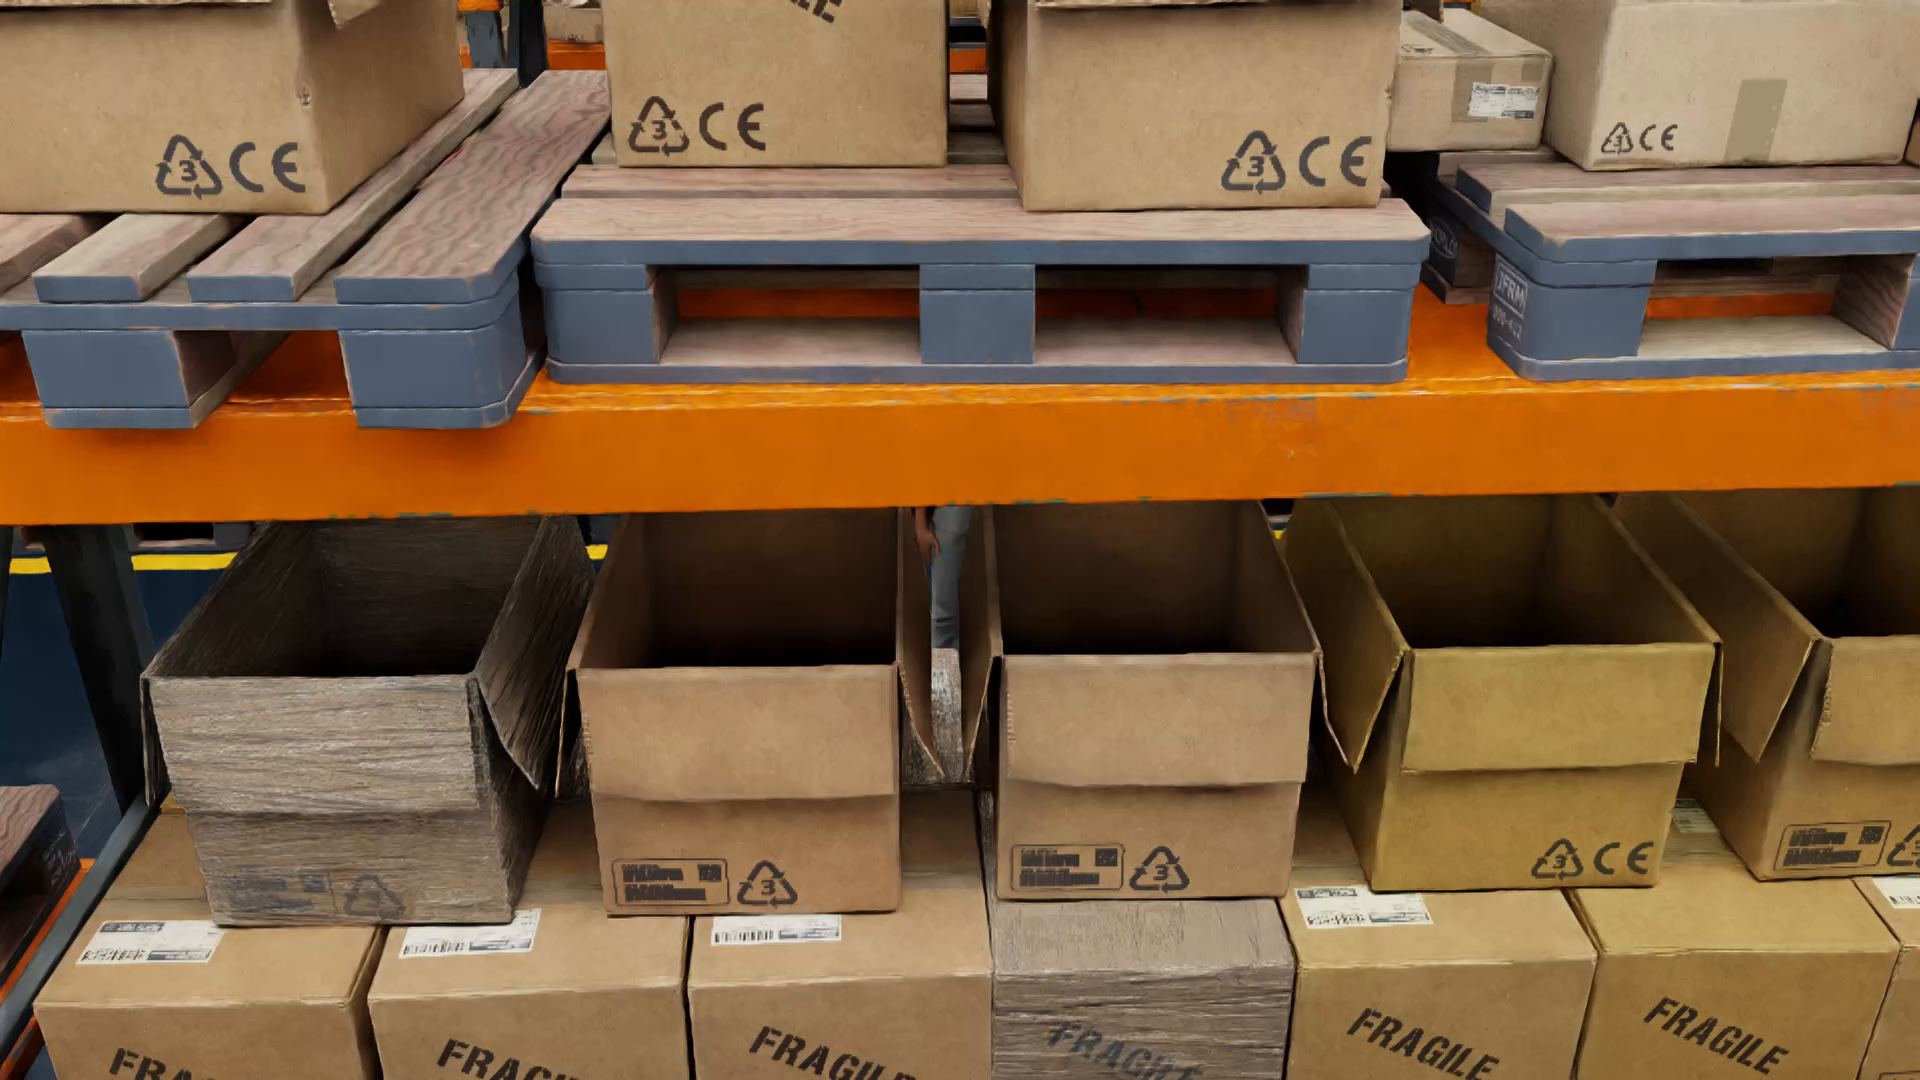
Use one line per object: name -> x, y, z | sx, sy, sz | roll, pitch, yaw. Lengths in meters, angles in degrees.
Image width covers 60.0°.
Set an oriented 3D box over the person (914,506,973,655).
person -> 0.067, -0.054, 6.180 | 0.496, 1.676, 0.370 | -9, 29, -16
